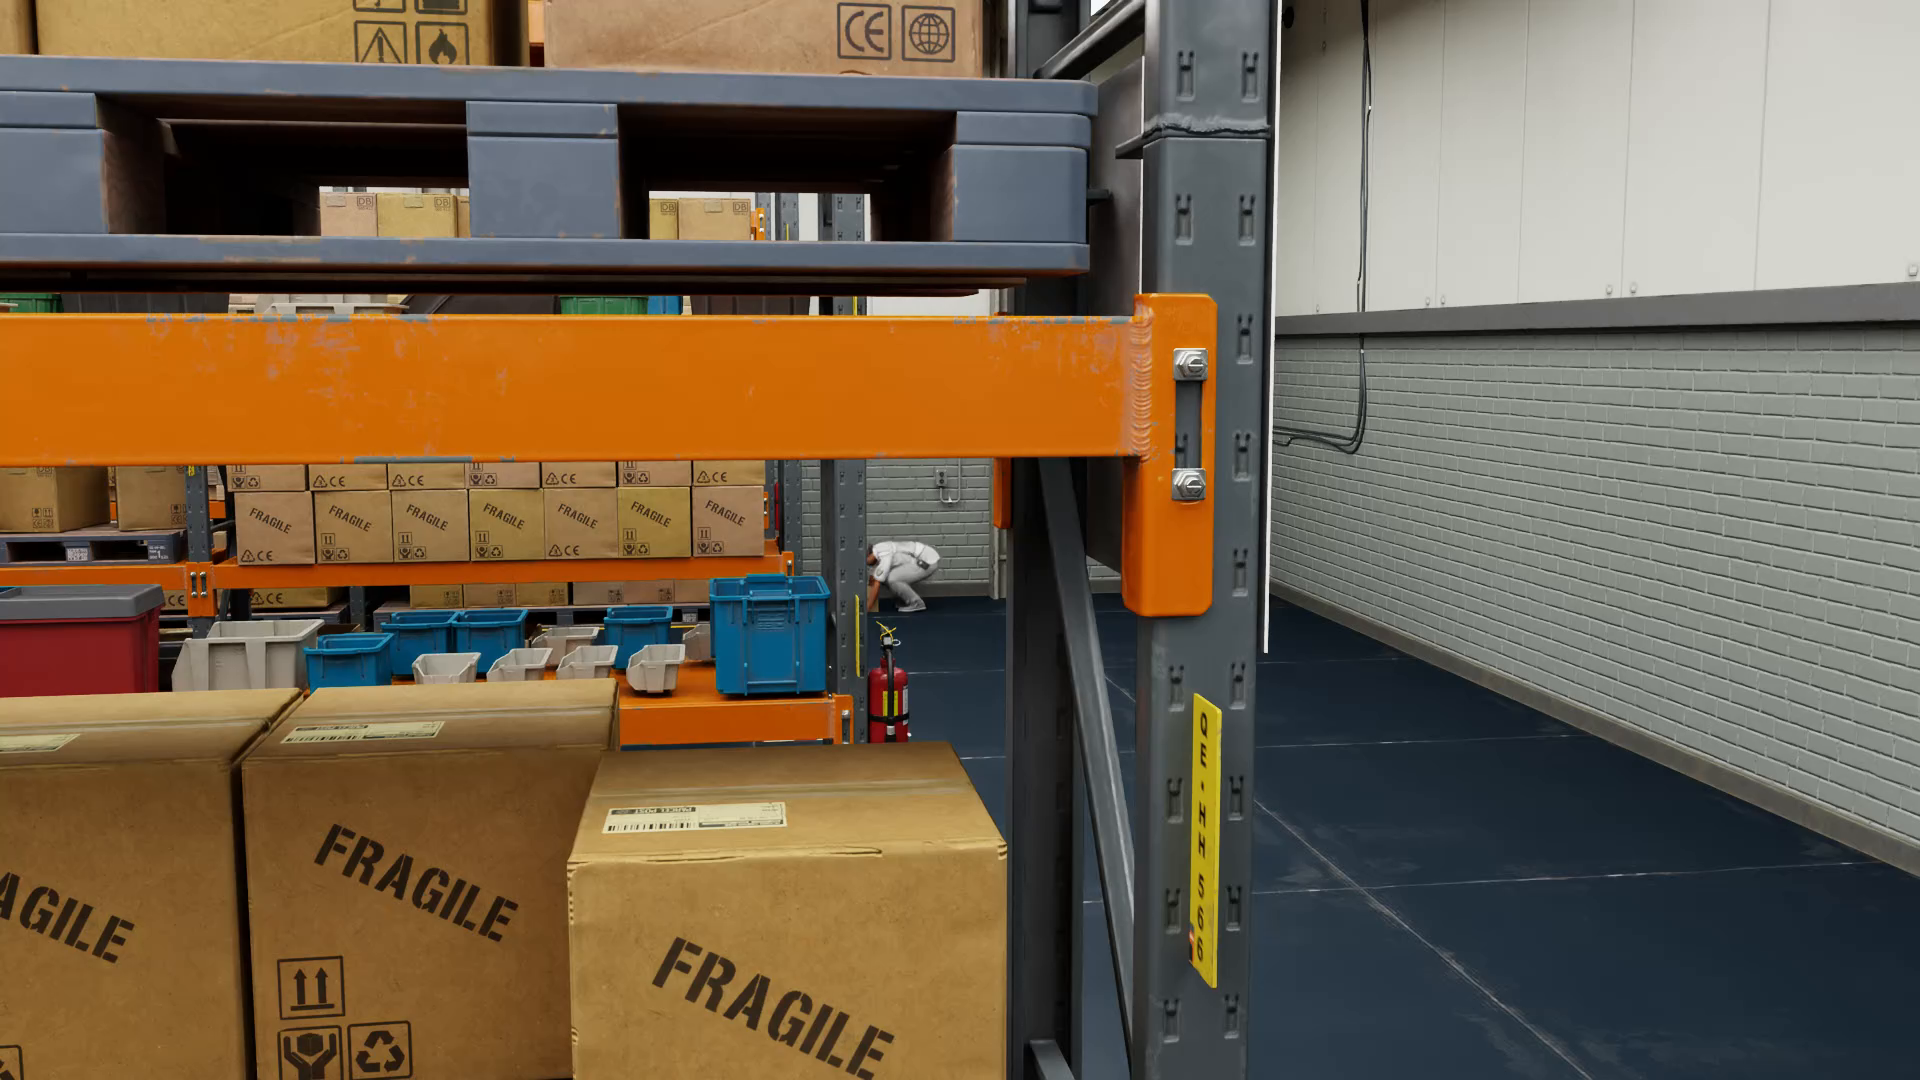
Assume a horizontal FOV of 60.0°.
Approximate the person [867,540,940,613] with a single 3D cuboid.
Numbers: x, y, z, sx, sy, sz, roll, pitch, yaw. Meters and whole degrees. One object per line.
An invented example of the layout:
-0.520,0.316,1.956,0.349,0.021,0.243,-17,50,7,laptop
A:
-0.679,0.382,17.593,0.938,0.762,0.509,-1,7,-10,person
